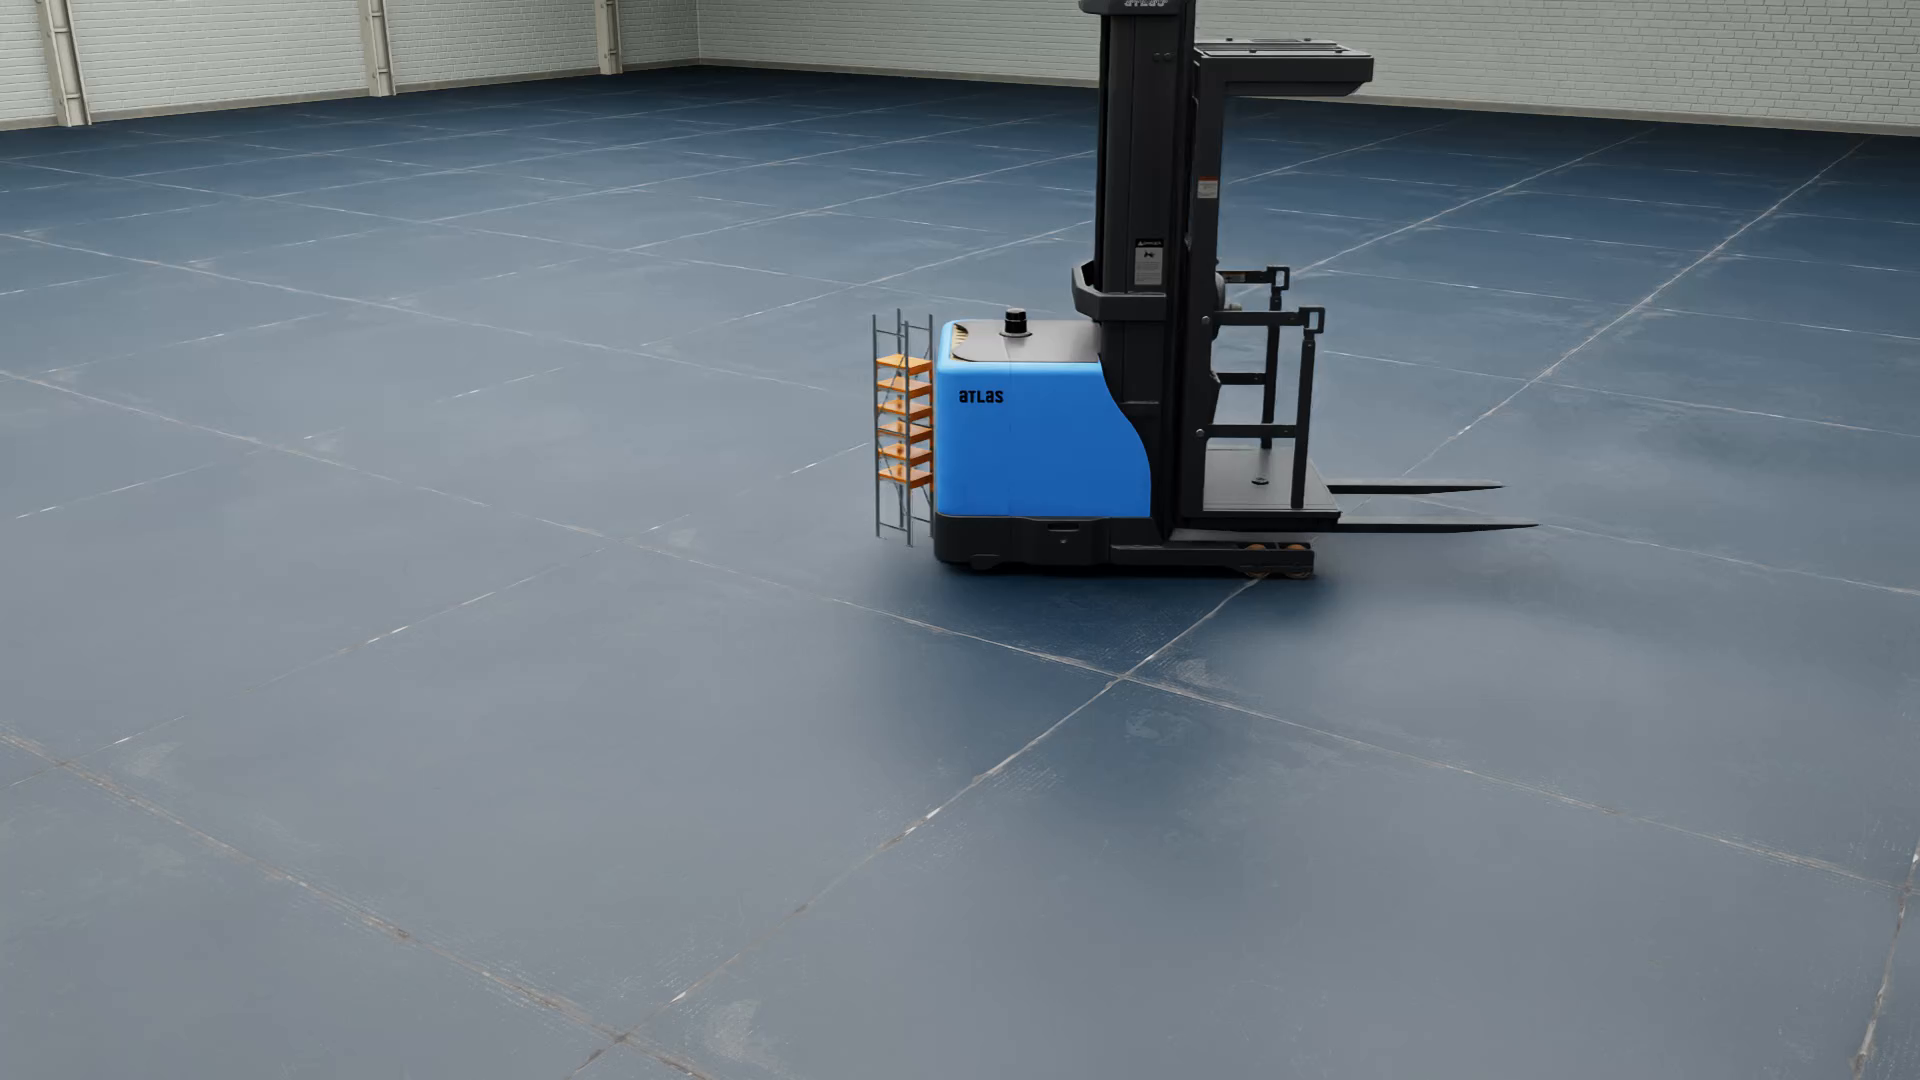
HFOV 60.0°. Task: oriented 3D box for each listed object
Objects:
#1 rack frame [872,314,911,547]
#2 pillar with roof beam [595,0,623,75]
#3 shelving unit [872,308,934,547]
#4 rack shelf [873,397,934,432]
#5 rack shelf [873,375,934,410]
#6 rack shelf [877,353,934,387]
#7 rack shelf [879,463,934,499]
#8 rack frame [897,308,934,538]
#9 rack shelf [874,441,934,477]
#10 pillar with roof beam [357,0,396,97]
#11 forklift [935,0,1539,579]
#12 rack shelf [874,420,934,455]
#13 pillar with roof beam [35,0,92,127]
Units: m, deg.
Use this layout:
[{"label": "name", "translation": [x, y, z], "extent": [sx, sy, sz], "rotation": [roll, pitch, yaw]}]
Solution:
[{"label": "rack frame", "translation": [-0.349, -0.551, 8.525], "extent": [0.240, 1.200, 0.006], "rotation": [16, 26, 38]}, {"label": "pillar with roof beam", "translation": [-4.047, -13.556, 32.441], "extent": [9.100, 9.000, 0.400], "rotation": [13, 24, 32]}, {"label": "shelving unit", "translation": [-0.290, -0.575, 8.590], "extent": [0.258, 1.200, 0.189], "rotation": [16, 26, 38]}, {"label": "rack shelf", "translation": [-0.290, -0.646, 8.564], "extent": [0.258, 0.103, 0.180], "rotation": [16, 26, 38]}, {"label": "rack shelf", "translation": [-0.290, -0.759, 8.523], "extent": [0.258, 0.103, 0.180], "rotation": [16, 26, 38]}, {"label": "rack shelf", "translation": [-0.290, -0.871, 8.481], "extent": [0.258, 0.103, 0.180], "rotation": [16, 26, 38]}, {"label": "rack shelf", "translation": [-0.290, -0.308, 8.689], "extent": [0.258, 0.103, 0.180], "rotation": [16, 26, 38]}, {"label": "rack frame", "translation": [-0.230, -0.599, 8.656], "extent": [0.240, 1.200, 0.006], "rotation": [16, 26, 38]}, {"label": "rack shelf", "translation": [-0.290, -0.421, 8.648], "extent": [0.258, 0.103, 0.180], "rotation": [16, 26, 38]}, {"label": "pillar with roof beam", "translation": [-7.420, -11.834, 27.787], "extent": [9.100, 9.000, 0.400], "rotation": [13, 24, 32]}, {"label": "forklift", "translation": [1.397, -1.369, 8.242], "extent": [3.031, 2.935, 1.130], "rotation": [0, 20, 1]}, {"label": "rack shelf", "translation": [-0.290, -0.534, 8.606], "extent": [0.258, 0.103, 0.180], "rotation": [16, 26, 38]}, {"label": "pillar with roof beam", "translation": [-10.792, -10.113, 23.133], "extent": [9.100, 9.000, 0.400], "rotation": [13, 24, 32]}]
